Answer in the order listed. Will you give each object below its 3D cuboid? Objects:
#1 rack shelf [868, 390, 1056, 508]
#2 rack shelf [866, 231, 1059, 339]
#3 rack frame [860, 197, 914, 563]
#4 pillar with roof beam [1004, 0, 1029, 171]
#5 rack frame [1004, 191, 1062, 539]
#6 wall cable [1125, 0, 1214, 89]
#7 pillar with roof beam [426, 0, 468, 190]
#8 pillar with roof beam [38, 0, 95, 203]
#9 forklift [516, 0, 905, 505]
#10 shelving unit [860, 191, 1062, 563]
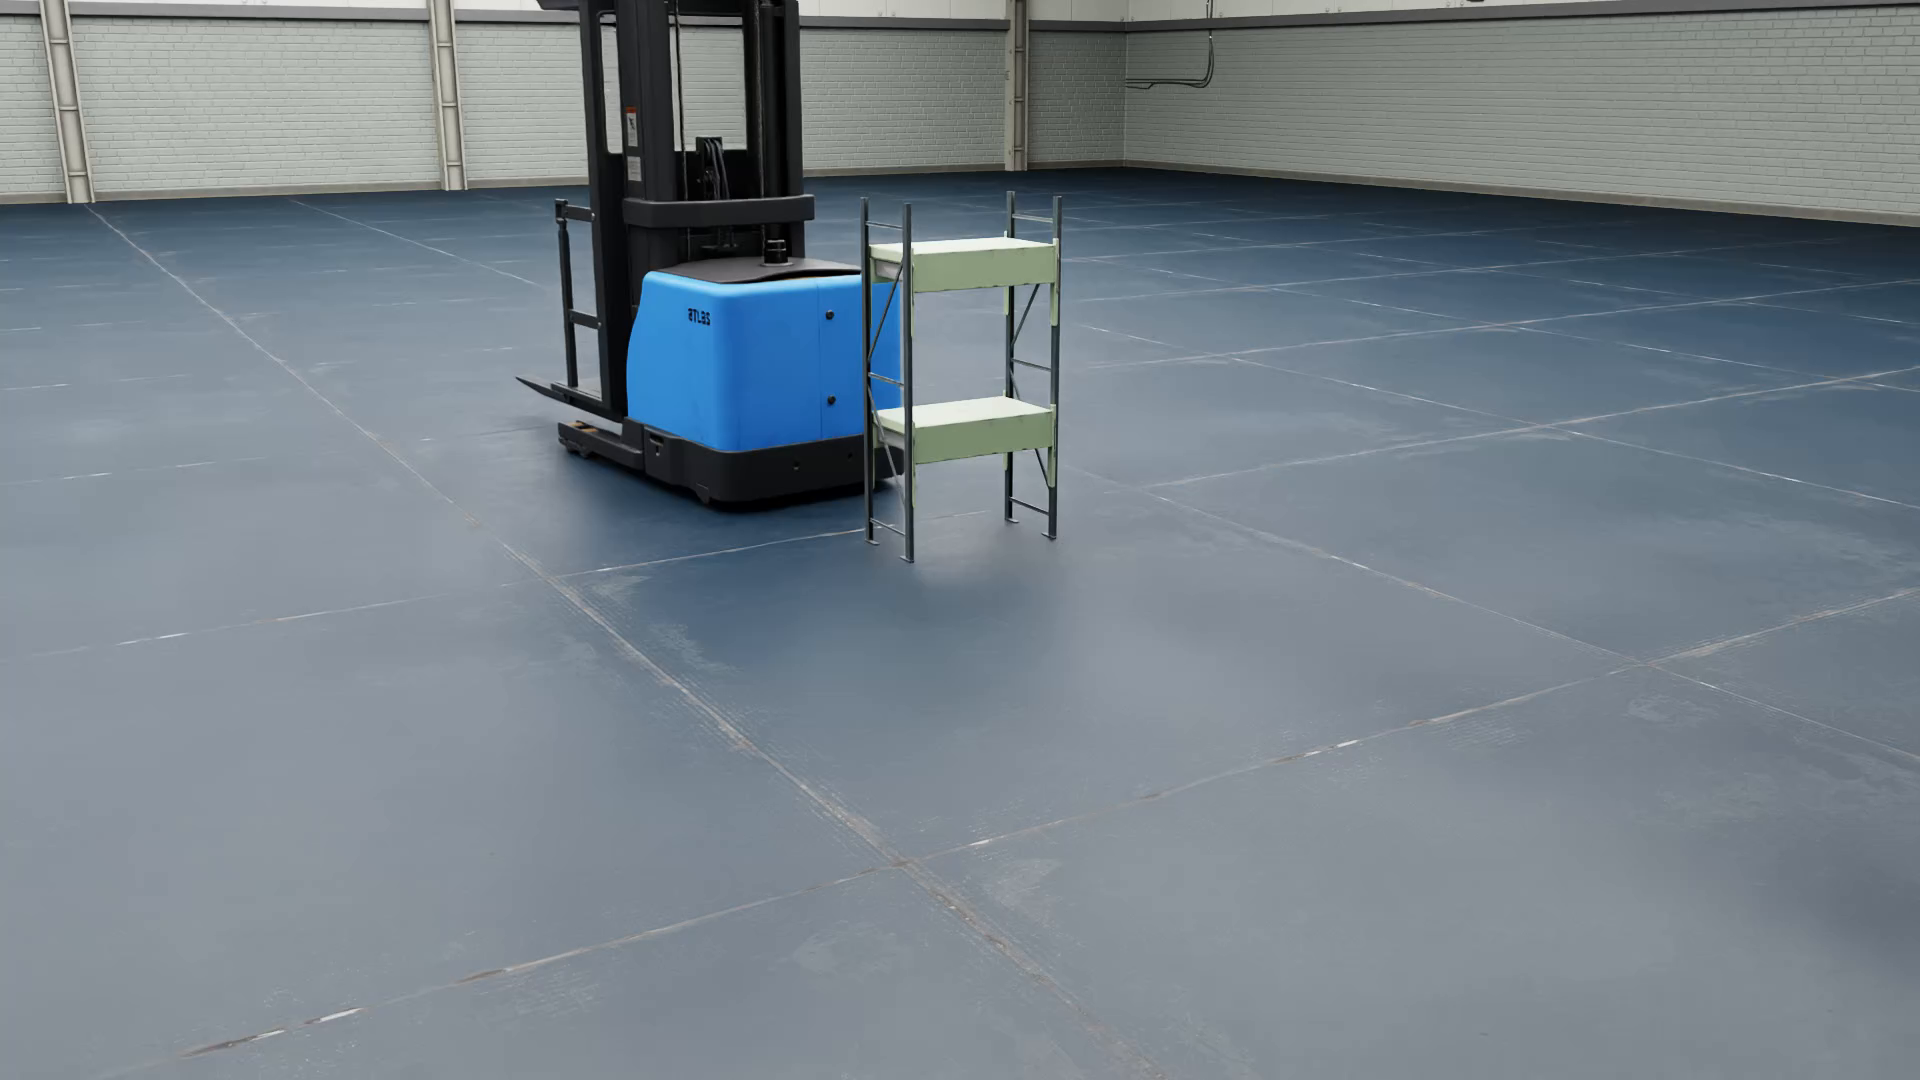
[{"bbox_3d":[0.006,-0.409,7.299,0.720,0.370,0.431,-9,18,-30],"label":"rack shelf"},{"bbox_3d":[0.006,-1.099,7.105,0.720,0.370,0.431,-9,18,-30],"label":"rack shelf"},{"bbox_3d":[-0.308,-0.672,7.029,0.023,1.500,0.400,-9,18,-30],"label":"rack frame"},{"bbox_3d":[3.419,-11.306,31.072,0.400,9.000,9.100,-9,18,-30],"label":"pillar with roof beam"},{"bbox_3d":[0.319,-0.774,7.392,0.023,1.500,0.400,-9,18,-30],"label":"rack frame"},{"bbox_3d":[4.409,-10.911,35.414,0.112,2.526,3.097,-9,18,-30],"label":"wall cable"},{"bbox_3d":[-6.867,-9.638,25.121,0.400,9.000,9.100,-9,18,-30],"label":"pillar with roof beam"},{"bbox_3d":[-12.010,-8.804,22.146,0.400,9.000,9.100,-9,18,-30],"label":"pillar with roof beam"},{"bbox_3d":[-1.550,-1.920,8.828,1.130,2.935,3.031,-11,19,-35],"label":"forklift"},{"bbox_3d":[0.006,-0.723,7.211,0.755,1.500,0.431,-9,18,-30],"label":"shelving unit"}]
